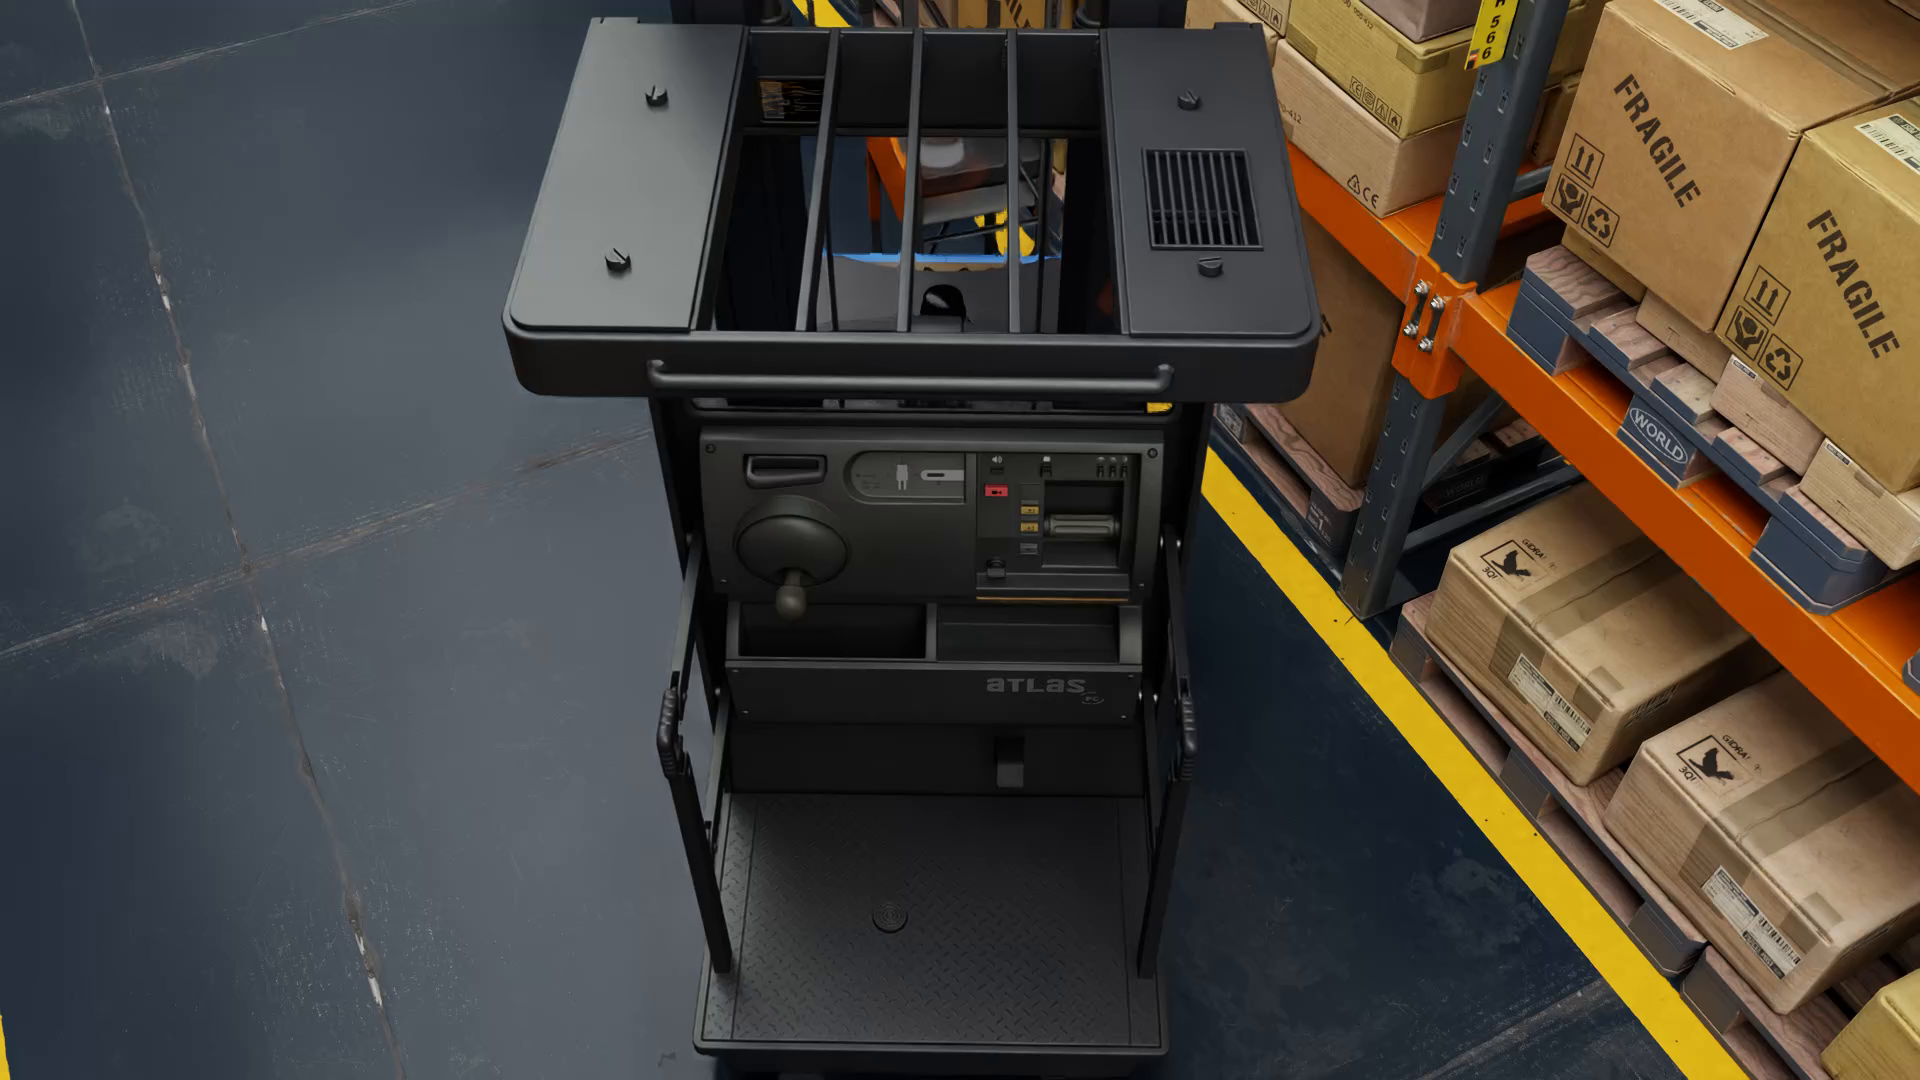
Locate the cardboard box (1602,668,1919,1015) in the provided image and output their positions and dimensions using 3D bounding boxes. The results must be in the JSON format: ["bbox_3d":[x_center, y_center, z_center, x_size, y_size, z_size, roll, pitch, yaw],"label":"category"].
[{"bbox_3d":[2.221,0.649,4.156,0.950,0.372,0.625,-22,52,-18],"label":"cardboard box"}]

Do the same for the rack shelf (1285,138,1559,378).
[{"bbox_3d":[0.711,-2.052,5.530,1.077,0.370,4.000,-21,52,-18],"label":"rack shelf"}]

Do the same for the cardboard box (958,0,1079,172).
[{"bbox_3d":[0.571,-2.077,6.206,0.875,0.875,0.875,-20,52,-16],"label":"cardboard box"}]

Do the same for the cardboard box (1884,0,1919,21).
[{"bbox_3d":[2.081,-1.011,3.598,0.500,0.500,0.500,-23,53,-19],"label":"cardboard box"}]

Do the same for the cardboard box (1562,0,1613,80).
[{"bbox_3d":[1.614,-1.490,4.328,0.500,0.250,0.500,-22,52,-18],"label":"cardboard box"}]

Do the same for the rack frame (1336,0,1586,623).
[{"bbox_3d":[1.626,-0.950,4.088,1.000,3.000,0.127,-21,52,-18],"label":"rack frame"}]

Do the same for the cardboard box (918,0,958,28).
[{"bbox_3d":[0.151,-2.679,6.733,0.875,0.875,0.875,-20,52,-16],"label":"cardboard box"}]

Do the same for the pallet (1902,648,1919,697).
[{"bbox_3d":[2.568,0.424,3.014,1.003,0.211,1.213,-21,52,-18],"label":"pallet"}]

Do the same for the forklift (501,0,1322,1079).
[{"bbox_3d":[-0.059,0.069,3.242,1.130,2.935,3.031,1,49,1],"label":"forklift"}]

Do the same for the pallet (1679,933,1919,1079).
[{"bbox_3d":[2.537,1.307,3.967,1.003,0.211,1.213,-21,52,-18],"label":"pallet"}]

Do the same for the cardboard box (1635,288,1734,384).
[{"bbox_3d":[1.709,-0.523,3.603,0.380,0.149,0.250,-24,53,-20],"label":"cardboard box"}]

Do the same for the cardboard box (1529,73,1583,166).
[{"bbox_3d":[1.626,-1.315,4.507,0.500,0.250,0.500,-22,52,-18],"label":"cardboard box"}]

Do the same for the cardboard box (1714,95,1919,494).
[{"bbox_3d":[1.871,-0.492,3.145,0.500,0.500,0.500,-19,51,-16],"label":"cardboard box"}]

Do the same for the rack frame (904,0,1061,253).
[{"bbox_3d":[0.057,-0.856,4.603,0.400,2.100,0.015,-12,50,-11],"label":"rack frame"}]

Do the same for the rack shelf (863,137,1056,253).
[{"bbox_3d":[-0.012,-1.023,4.768,0.431,0.518,0.480,-12,50,-11],"label":"rack shelf"}]

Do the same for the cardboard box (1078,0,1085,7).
[{"bbox_3d":[0.980,-1.478,5.683,0.875,0.875,0.875,-21,52,-17],"label":"cardboard box"}]

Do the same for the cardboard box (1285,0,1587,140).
[{"bbox_3d":[1.179,-1.302,4.164,0.500,0.250,0.500,-21,52,-18],"label":"cardboard box"}]

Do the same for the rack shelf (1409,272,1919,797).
[{"bbox_3d":[2.541,0.625,3.188,1.077,0.370,4.000,-21,52,-18],"label":"rack shelf"}]

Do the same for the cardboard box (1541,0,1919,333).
[{"bbox_3d":[1.626,-0.838,3.447,0.500,0.500,0.500,-23,53,-19],"label":"cardboard box"}]

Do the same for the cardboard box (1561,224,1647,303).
[{"bbox_3d":[1.610,-0.724,3.778,0.380,0.149,0.250,-24,53,-20],"label":"cardboard box"}]

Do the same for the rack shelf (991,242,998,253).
[{"bbox_3d":[-0.012,-0.562,5.295,0.431,0.518,0.480,-12,50,-11],"label":"rack shelf"}]

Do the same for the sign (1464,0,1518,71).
[{"bbox_3d":[1.134,-1.138,3.483,0.100,0.325,0.005,-21,52,-18],"label":"sign"}]

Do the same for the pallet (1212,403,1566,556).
[{"bbox_3d":[1.332,-0.586,5.622,1.003,0.211,1.213,-21,52,-18],"label":"pallet"}]

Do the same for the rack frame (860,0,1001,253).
[{"bbox_3d":[-0.080,-1.208,4.912,0.400,2.100,0.015,-12,50,-11],"label":"rack frame"}]

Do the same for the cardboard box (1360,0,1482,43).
[{"bbox_3d":[1.157,-1.568,3.898,0.500,0.500,0.500,-22,53,-18],"label":"cardboard box"}]

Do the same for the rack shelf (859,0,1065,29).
[{"bbox_3d":[-0.012,-1.484,4.241,0.431,0.518,0.480,-12,50,-11],"label":"rack shelf"}]

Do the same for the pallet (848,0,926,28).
[{"bbox_3d":[0.216,-2.219,7.050,1.003,0.211,1.213,-21,52,-18],"label":"pallet"}]

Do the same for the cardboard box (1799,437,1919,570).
[{"bbox_3d":[1.901,-0.133,3.262,0.380,0.149,0.250,-21,52,-17],"label":"cardboard box"}]

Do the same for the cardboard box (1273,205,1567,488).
[{"bbox_3d":[1.384,-0.880,5.159,0.875,0.875,0.875,-22,52,-18],"label":"cardboard box"}]

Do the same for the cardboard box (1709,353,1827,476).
[{"bbox_3d":[1.793,-0.324,3.429,0.380,0.149,0.250,-24,53,-20],"label":"cardboard box"}]

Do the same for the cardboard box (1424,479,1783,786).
[{"bbox_3d":[1.876,0.158,4.586,0.950,0.372,0.625,-24,53,-20],"label":"cardboard box"}]

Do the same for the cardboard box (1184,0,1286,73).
[{"bbox_3d":[0.916,-1.486,4.657,0.500,0.250,0.500,-20,52,-17],"label":"cardboard box"}]

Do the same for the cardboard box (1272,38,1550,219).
[{"bbox_3d":[1.164,-1.150,4.363,0.500,0.250,0.500,-23,53,-19],"label":"cardboard box"}]

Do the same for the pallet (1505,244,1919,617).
[{"bbox_3d":[2.047,-0.447,3.775,1.213,0.211,1.003,-21,52,-18],"label":"pallet"}]

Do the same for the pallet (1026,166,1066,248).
[{"bbox_3d":[0.778,-1.401,6.335,1.003,0.211,1.213,-21,52,-18],"label":"pallet"}]

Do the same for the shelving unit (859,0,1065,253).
[{"bbox_3d":[-0.012,-1.032,4.758,0.431,2.100,0.503,-12,50,-11],"label":"shelving unit"}]

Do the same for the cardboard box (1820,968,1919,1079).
[{"bbox_3d":[2.563,1.159,3.710,0.950,0.372,0.625,-20,52,-16],"label":"cardboard box"}]

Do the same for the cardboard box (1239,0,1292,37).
[{"bbox_3d":[0.941,-1.644,4.463,0.500,0.250,0.500,-22,53,-18],"label":"cardboard box"}]

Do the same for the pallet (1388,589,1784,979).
[{"bbox_3d":[1.982,0.491,4.680,1.003,0.211,1.213,-21,52,-18],"label":"pallet"}]
